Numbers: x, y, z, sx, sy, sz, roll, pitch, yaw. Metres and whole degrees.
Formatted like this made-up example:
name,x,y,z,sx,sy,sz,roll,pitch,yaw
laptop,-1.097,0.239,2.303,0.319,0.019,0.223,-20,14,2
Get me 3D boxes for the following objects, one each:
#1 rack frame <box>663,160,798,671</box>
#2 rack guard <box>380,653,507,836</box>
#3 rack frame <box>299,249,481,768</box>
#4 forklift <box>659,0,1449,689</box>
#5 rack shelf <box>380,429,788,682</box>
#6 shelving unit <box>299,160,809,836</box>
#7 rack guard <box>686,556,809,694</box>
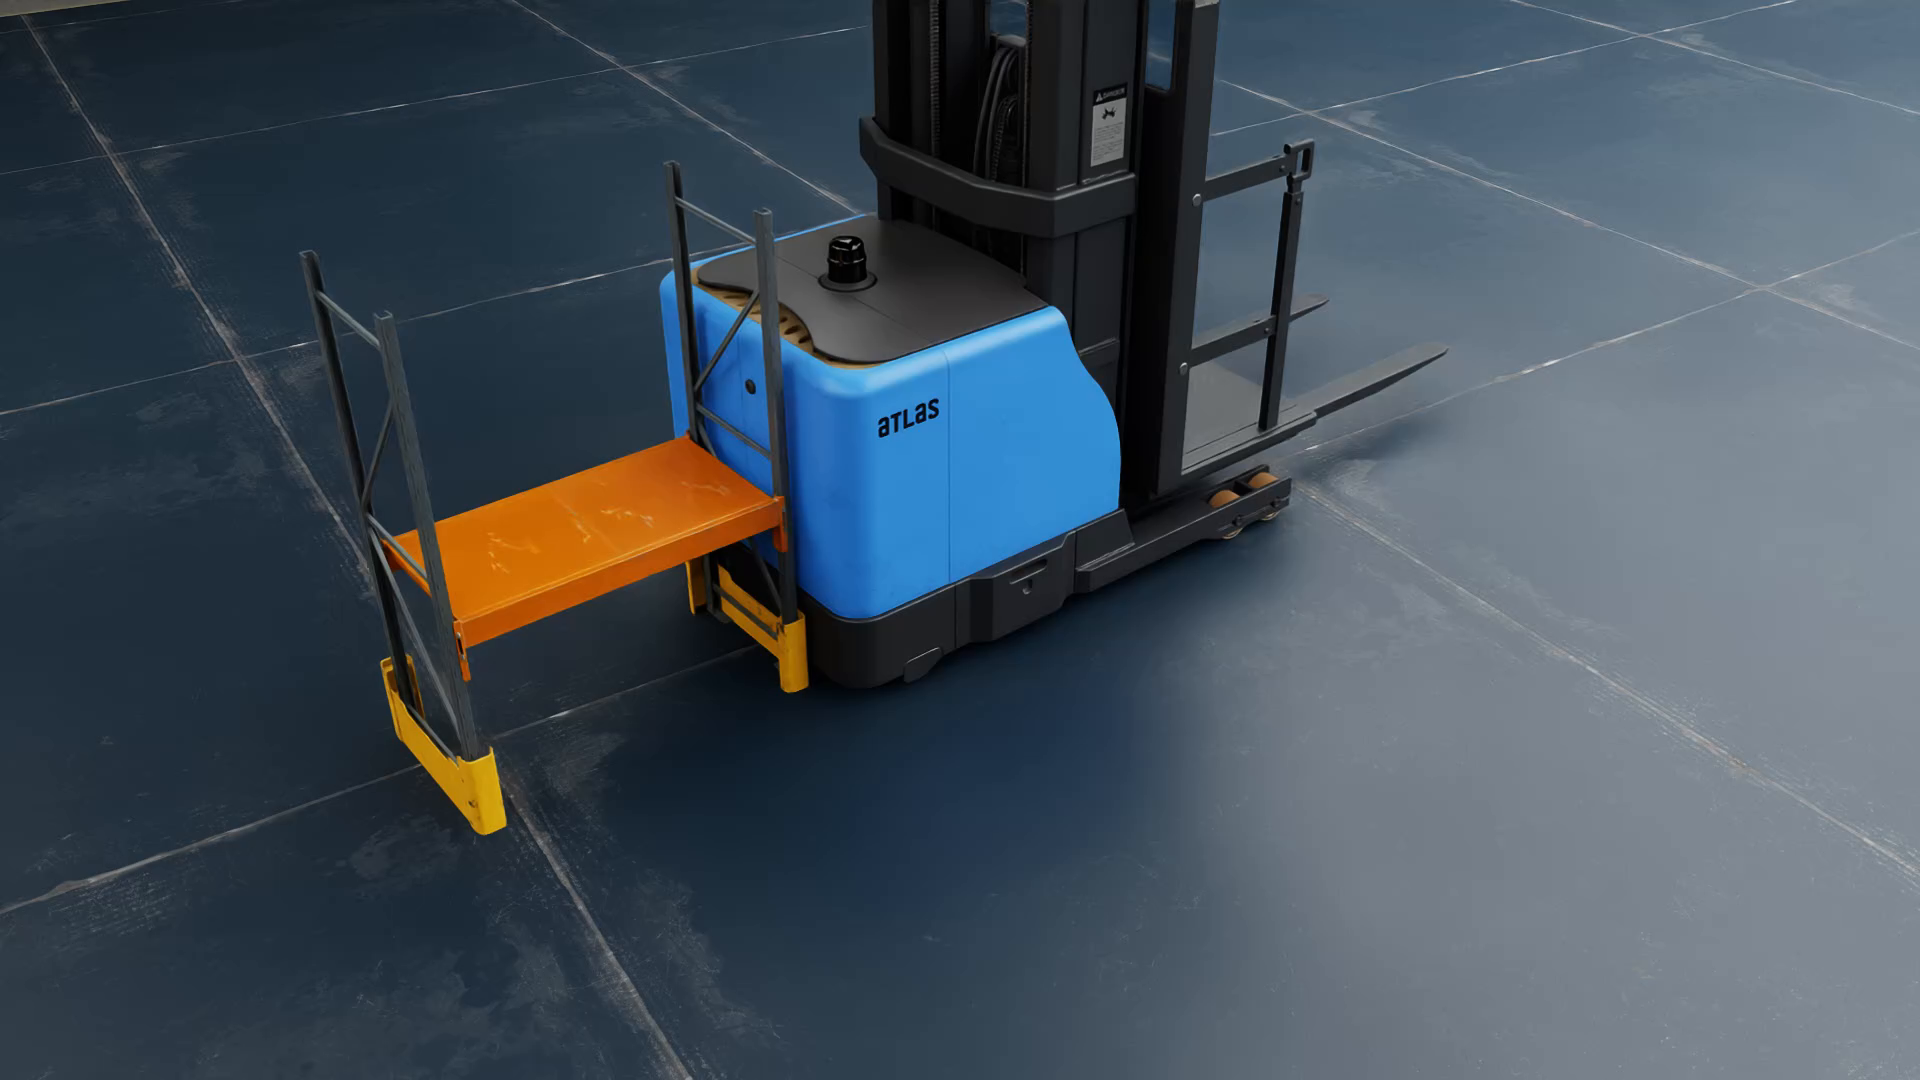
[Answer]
name,x,y,z,sx,sy,sz,roll,pitch,yaw
rack frame,-0.651,-0.308,4.833,0.032,1.500,0.500,-23,39,-32
rack guard,-1.440,0.561,4.627,0.087,0.250,0.587,-23,39,-32
rack frame,-1.441,0.033,4.293,0.032,1.500,0.500,-23,39,-32
forklift,0.538,-1.440,5.286,3.031,2.935,1.130,-23,39,-32
rack shelf,-1.046,0.014,4.659,1.000,0.185,0.538,-23,39,-32
shelving unit,-1.053,-0.135,4.558,1.083,1.500,0.587,-23,39,-32
rack guard,-0.666,0.227,5.156,0.087,0.250,0.587,-23,39,-32
